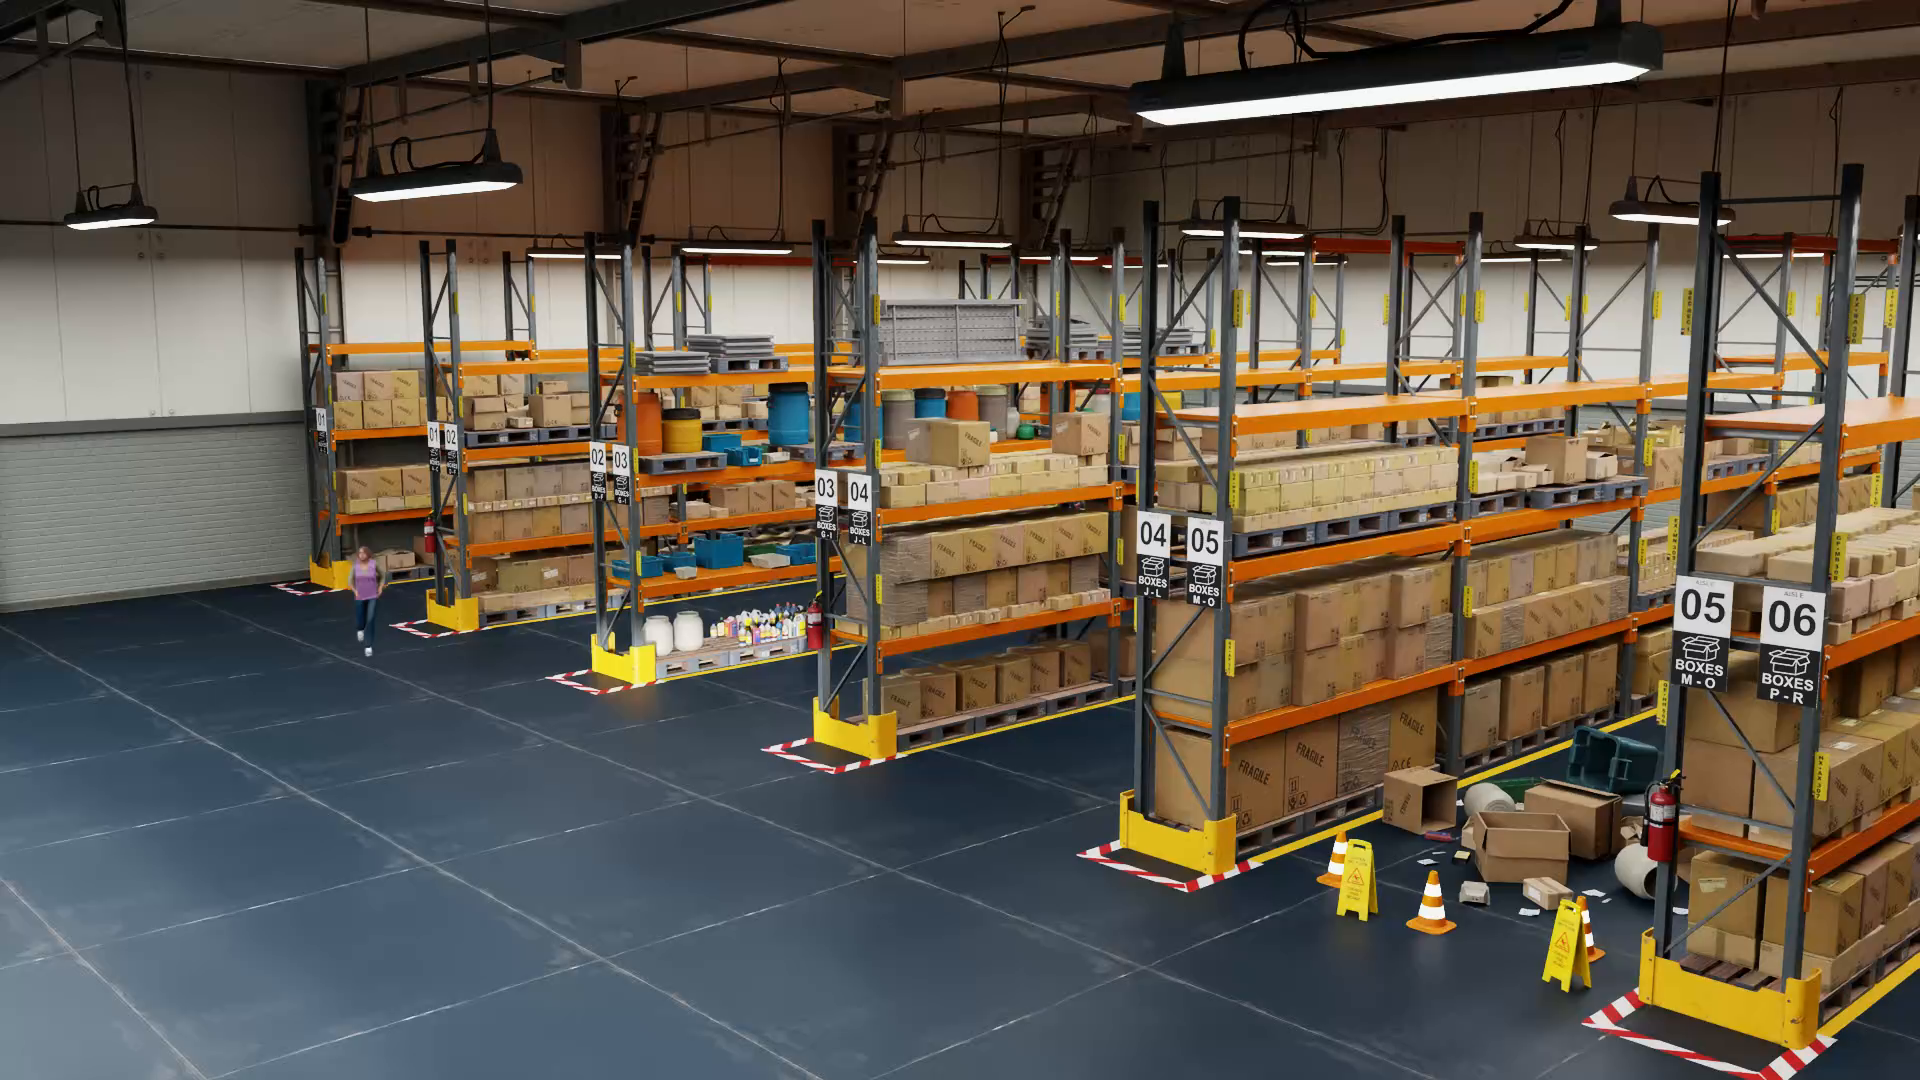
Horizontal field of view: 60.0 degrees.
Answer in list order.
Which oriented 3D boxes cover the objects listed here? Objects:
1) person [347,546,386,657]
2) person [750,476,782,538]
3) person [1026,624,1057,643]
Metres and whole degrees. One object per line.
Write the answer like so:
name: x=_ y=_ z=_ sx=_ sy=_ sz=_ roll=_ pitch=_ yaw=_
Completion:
person: x=-8.632 y=0.860 z=24.235 sx=0.545 sy=1.589 sz=0.726 roll=-3 pitch=9 yaw=-17
person: x=-3.973 y=-0.582 z=33.693 sx=0.559 sy=1.678 sz=0.836 roll=6 pitch=10 yaw=35
person: x=1.012 y=0.607 z=23.347 sx=0.929 sy=1.747 sz=0.691 roll=-7 pitch=11 yaw=-41
